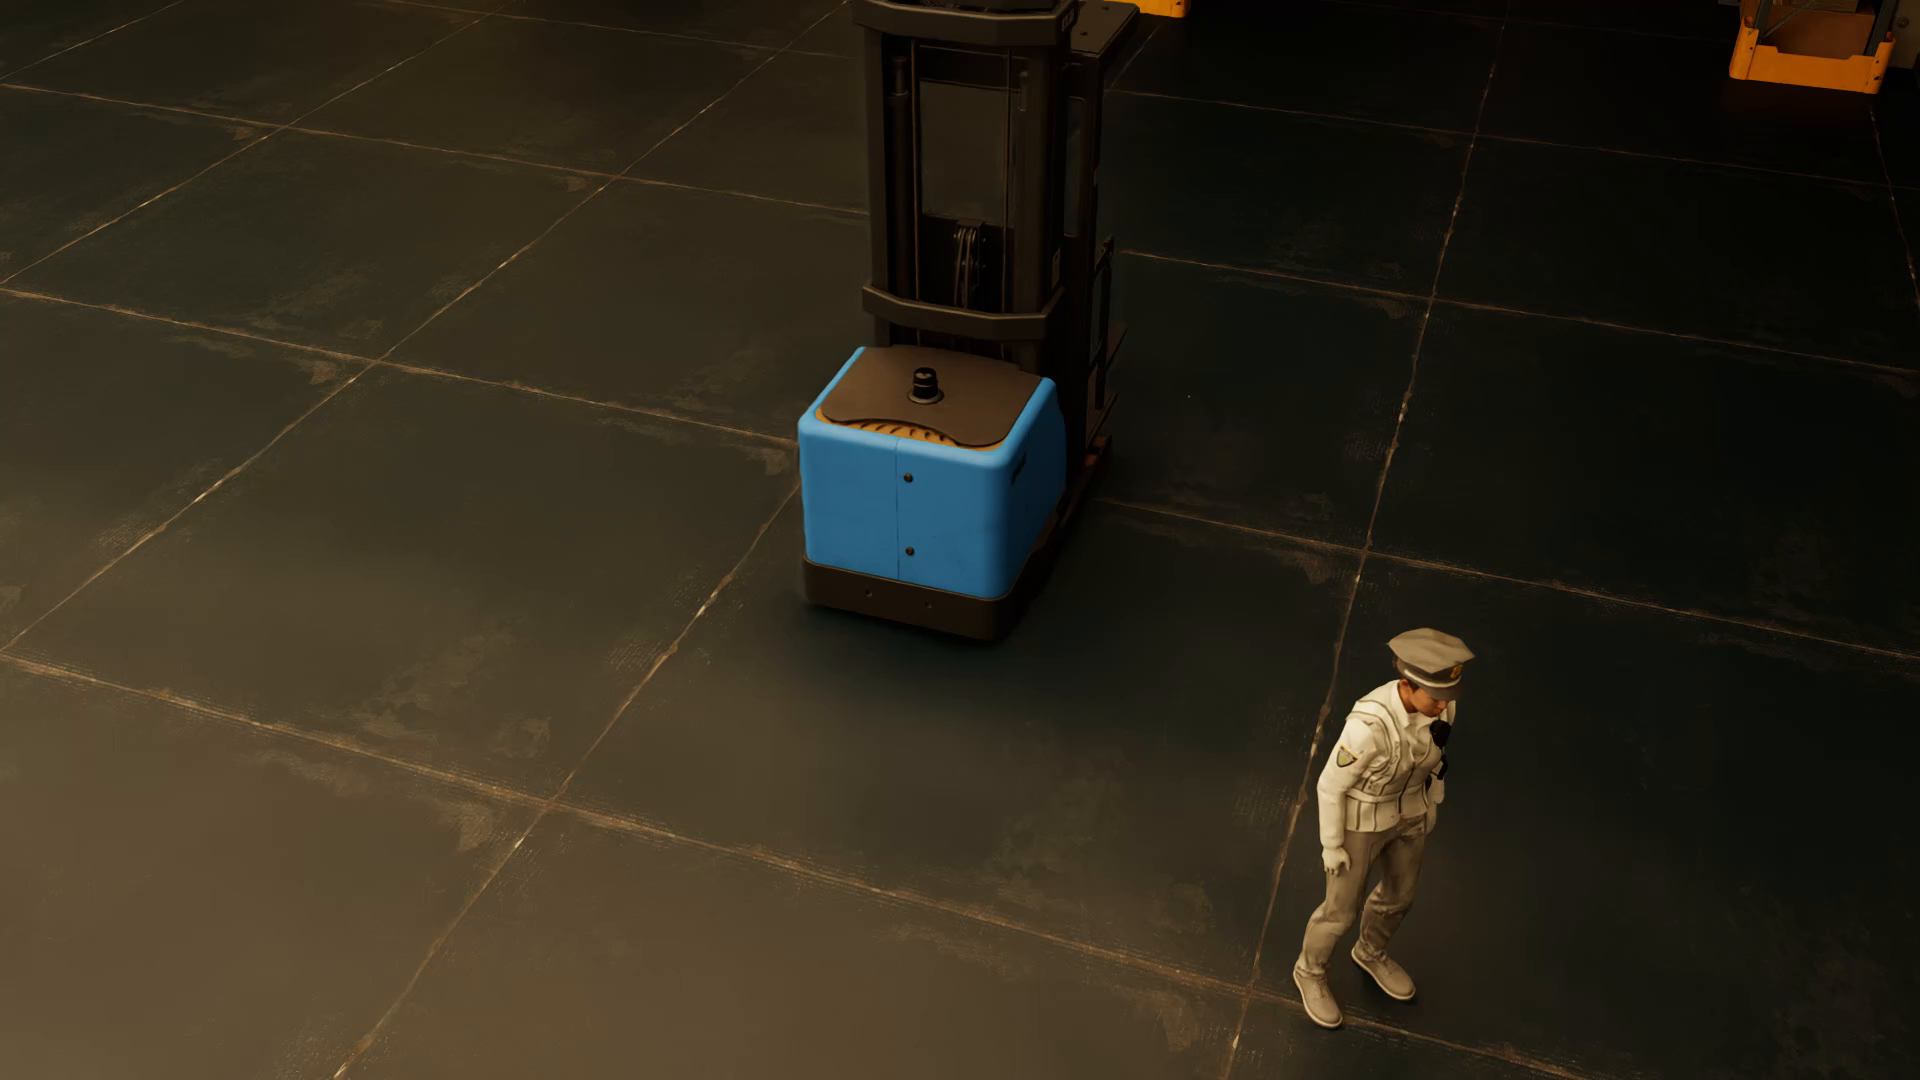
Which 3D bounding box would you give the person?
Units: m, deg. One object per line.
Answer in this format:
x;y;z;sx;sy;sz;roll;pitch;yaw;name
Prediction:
1.473;0.988;5.819;0.531;1.665;0.371;-16;38;-22;person

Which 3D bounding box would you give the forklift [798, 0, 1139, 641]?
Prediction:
0.204;-1.571;8.327;1.130;2.935;3.031;11;37;15;forklift
